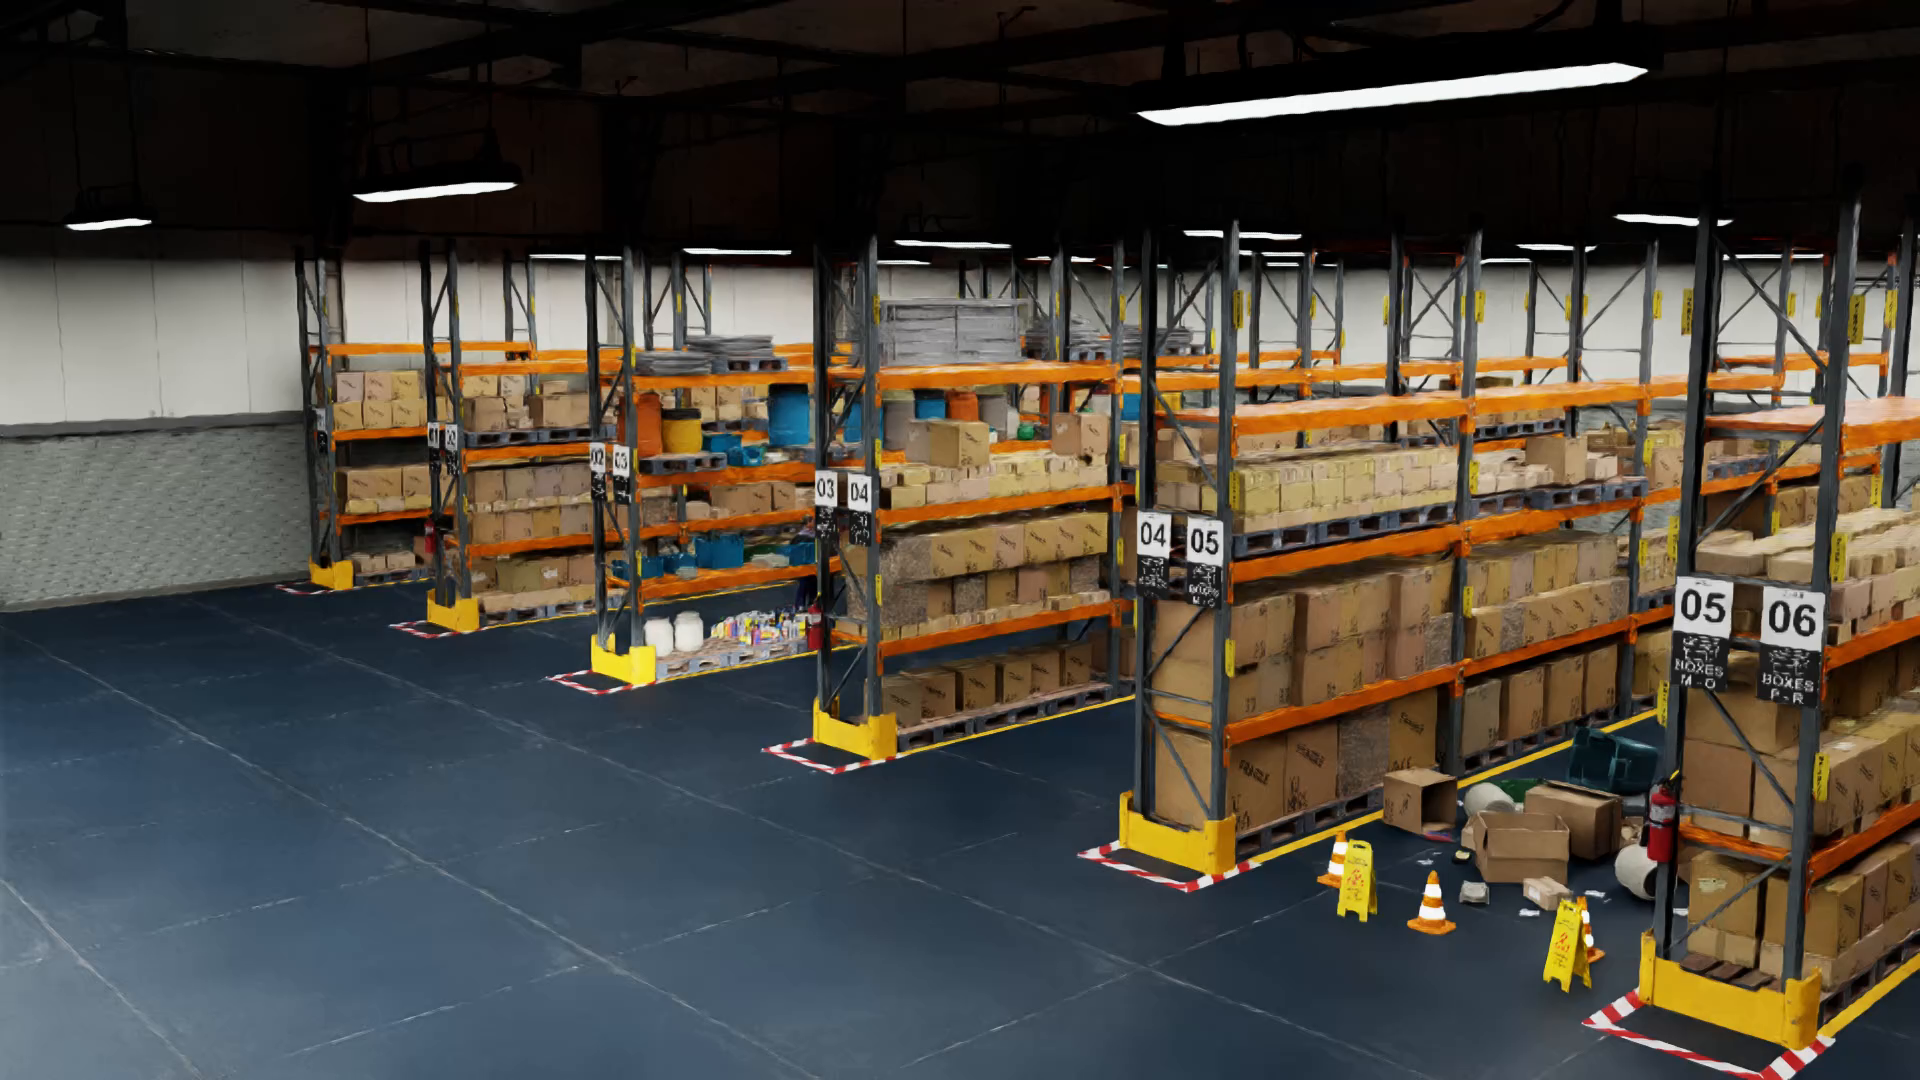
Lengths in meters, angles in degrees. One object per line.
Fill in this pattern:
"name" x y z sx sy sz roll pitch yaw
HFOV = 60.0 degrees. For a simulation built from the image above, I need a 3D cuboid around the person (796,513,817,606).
"person" -2.429 0.393 26.982 0.420 1.656 0.533 2 9 16
